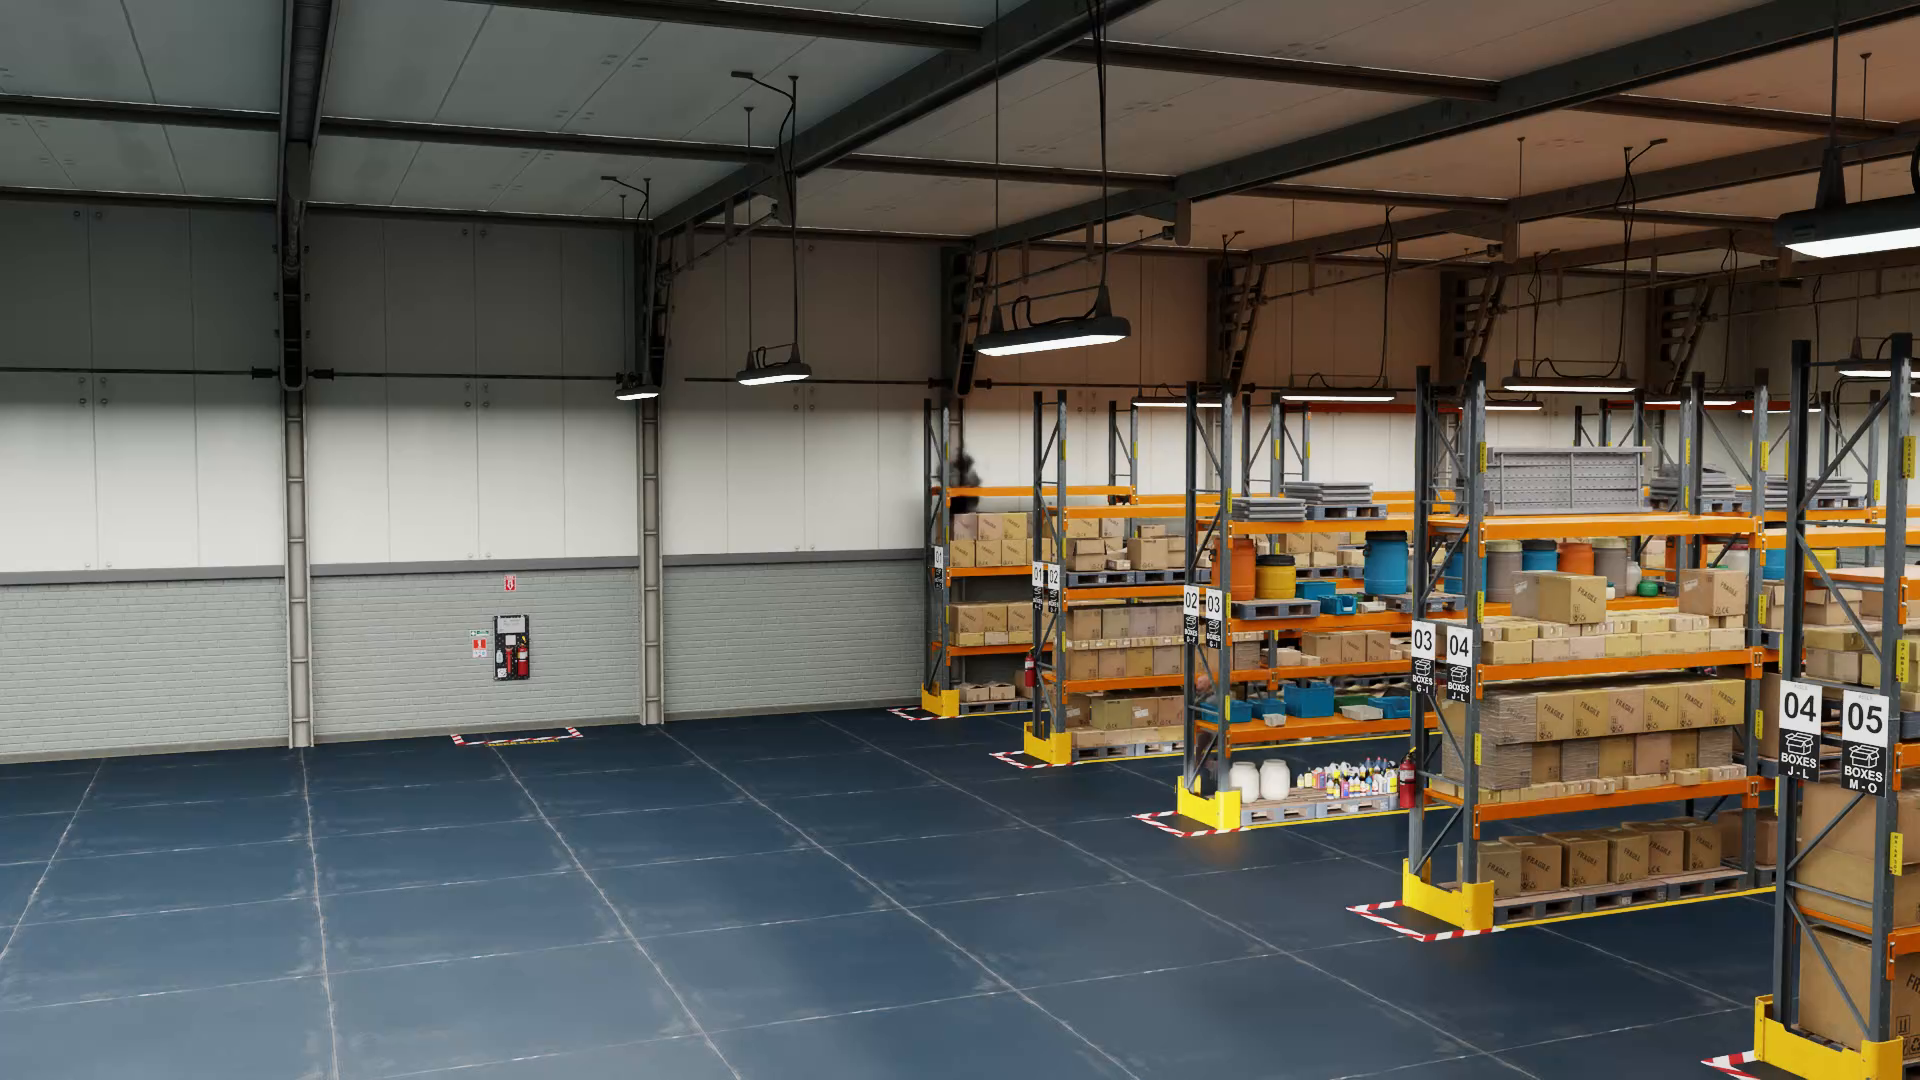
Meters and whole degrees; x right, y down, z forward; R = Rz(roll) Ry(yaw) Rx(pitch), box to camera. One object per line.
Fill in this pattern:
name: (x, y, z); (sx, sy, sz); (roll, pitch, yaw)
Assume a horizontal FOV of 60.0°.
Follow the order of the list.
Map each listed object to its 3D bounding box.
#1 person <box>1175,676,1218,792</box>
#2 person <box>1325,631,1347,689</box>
person: (3.540, 2.847, 24.538); (0.928, 1.693, 0.664); (-2, 4, -29)
person: (7.114, 2.499, 31.284); (0.855, 1.612, 0.520); (-2, 4, -28)
